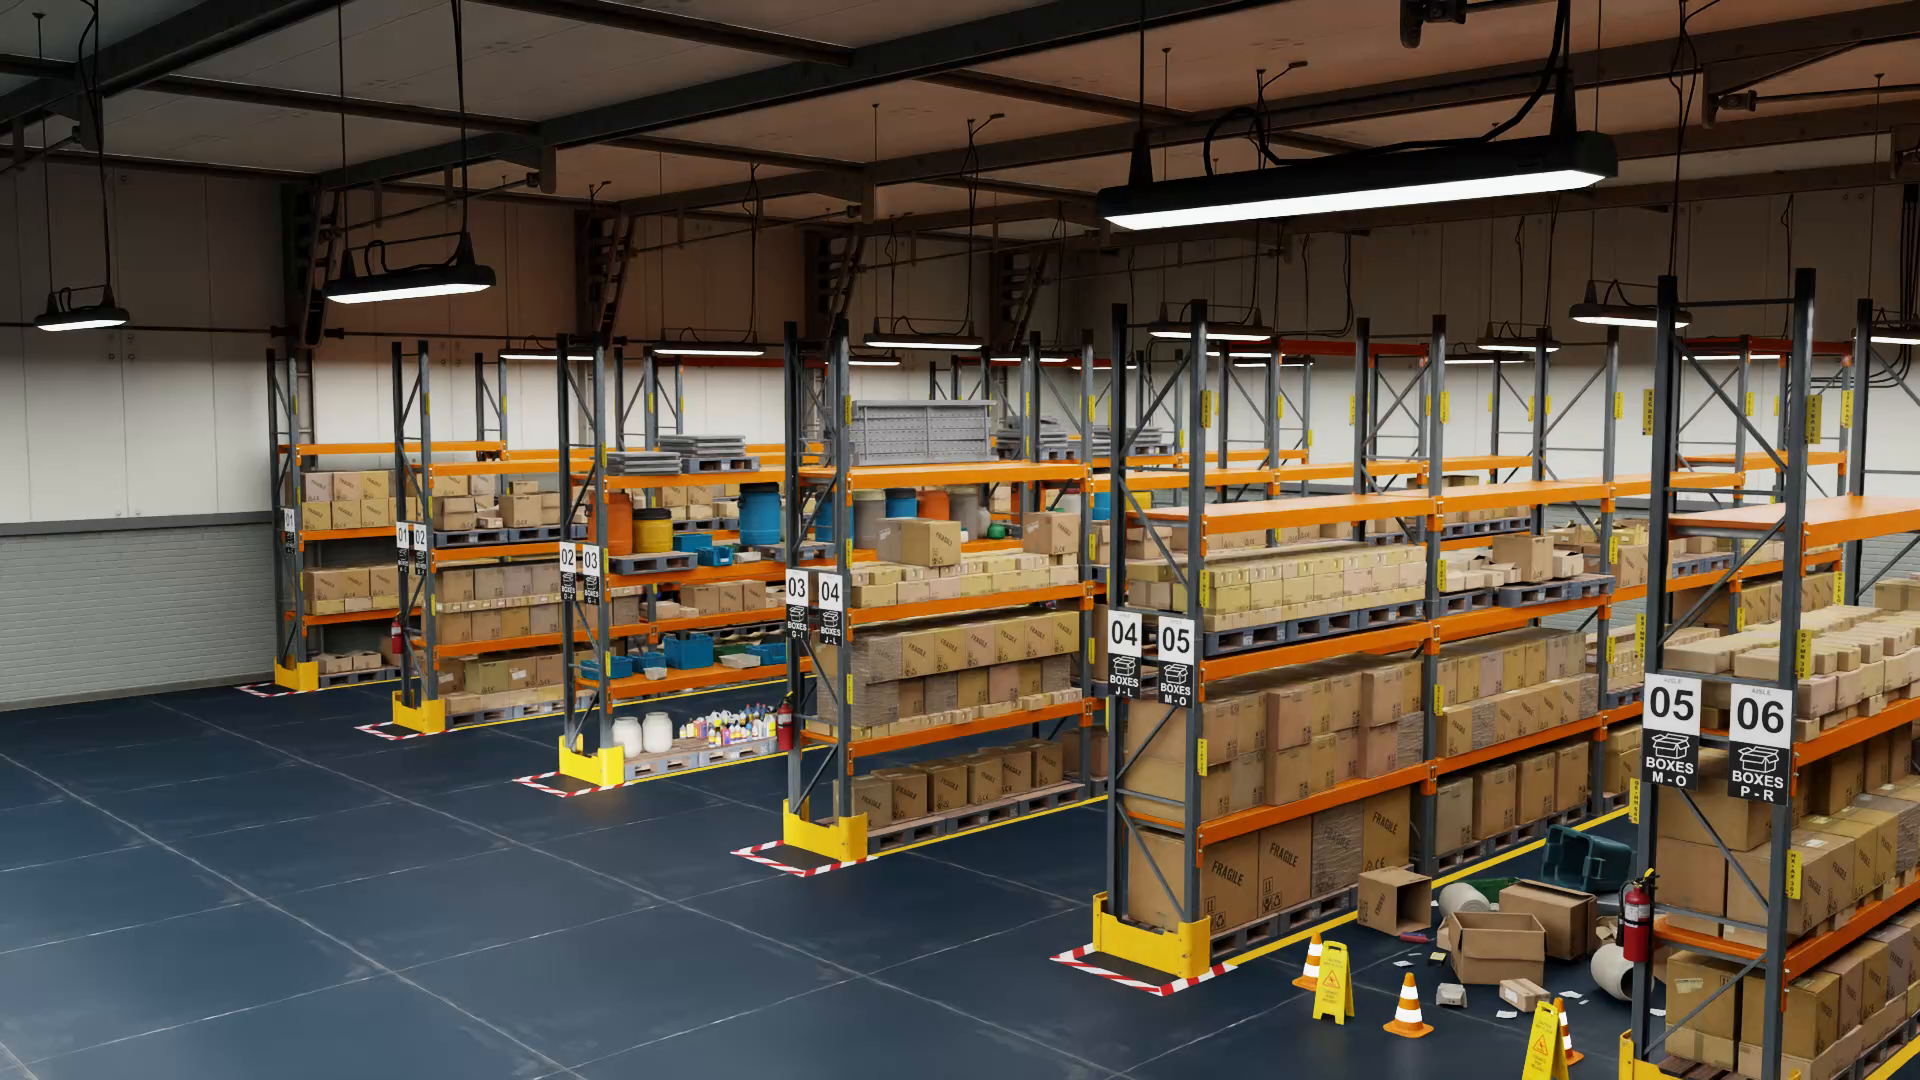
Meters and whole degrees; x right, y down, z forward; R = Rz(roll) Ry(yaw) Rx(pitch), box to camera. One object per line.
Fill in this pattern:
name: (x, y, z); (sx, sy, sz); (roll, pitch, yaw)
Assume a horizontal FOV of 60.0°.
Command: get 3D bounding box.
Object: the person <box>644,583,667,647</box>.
person: (-6.059, 1.496, 32.891); (0.445, 1.630, 0.496); (-3, 6, -28)
